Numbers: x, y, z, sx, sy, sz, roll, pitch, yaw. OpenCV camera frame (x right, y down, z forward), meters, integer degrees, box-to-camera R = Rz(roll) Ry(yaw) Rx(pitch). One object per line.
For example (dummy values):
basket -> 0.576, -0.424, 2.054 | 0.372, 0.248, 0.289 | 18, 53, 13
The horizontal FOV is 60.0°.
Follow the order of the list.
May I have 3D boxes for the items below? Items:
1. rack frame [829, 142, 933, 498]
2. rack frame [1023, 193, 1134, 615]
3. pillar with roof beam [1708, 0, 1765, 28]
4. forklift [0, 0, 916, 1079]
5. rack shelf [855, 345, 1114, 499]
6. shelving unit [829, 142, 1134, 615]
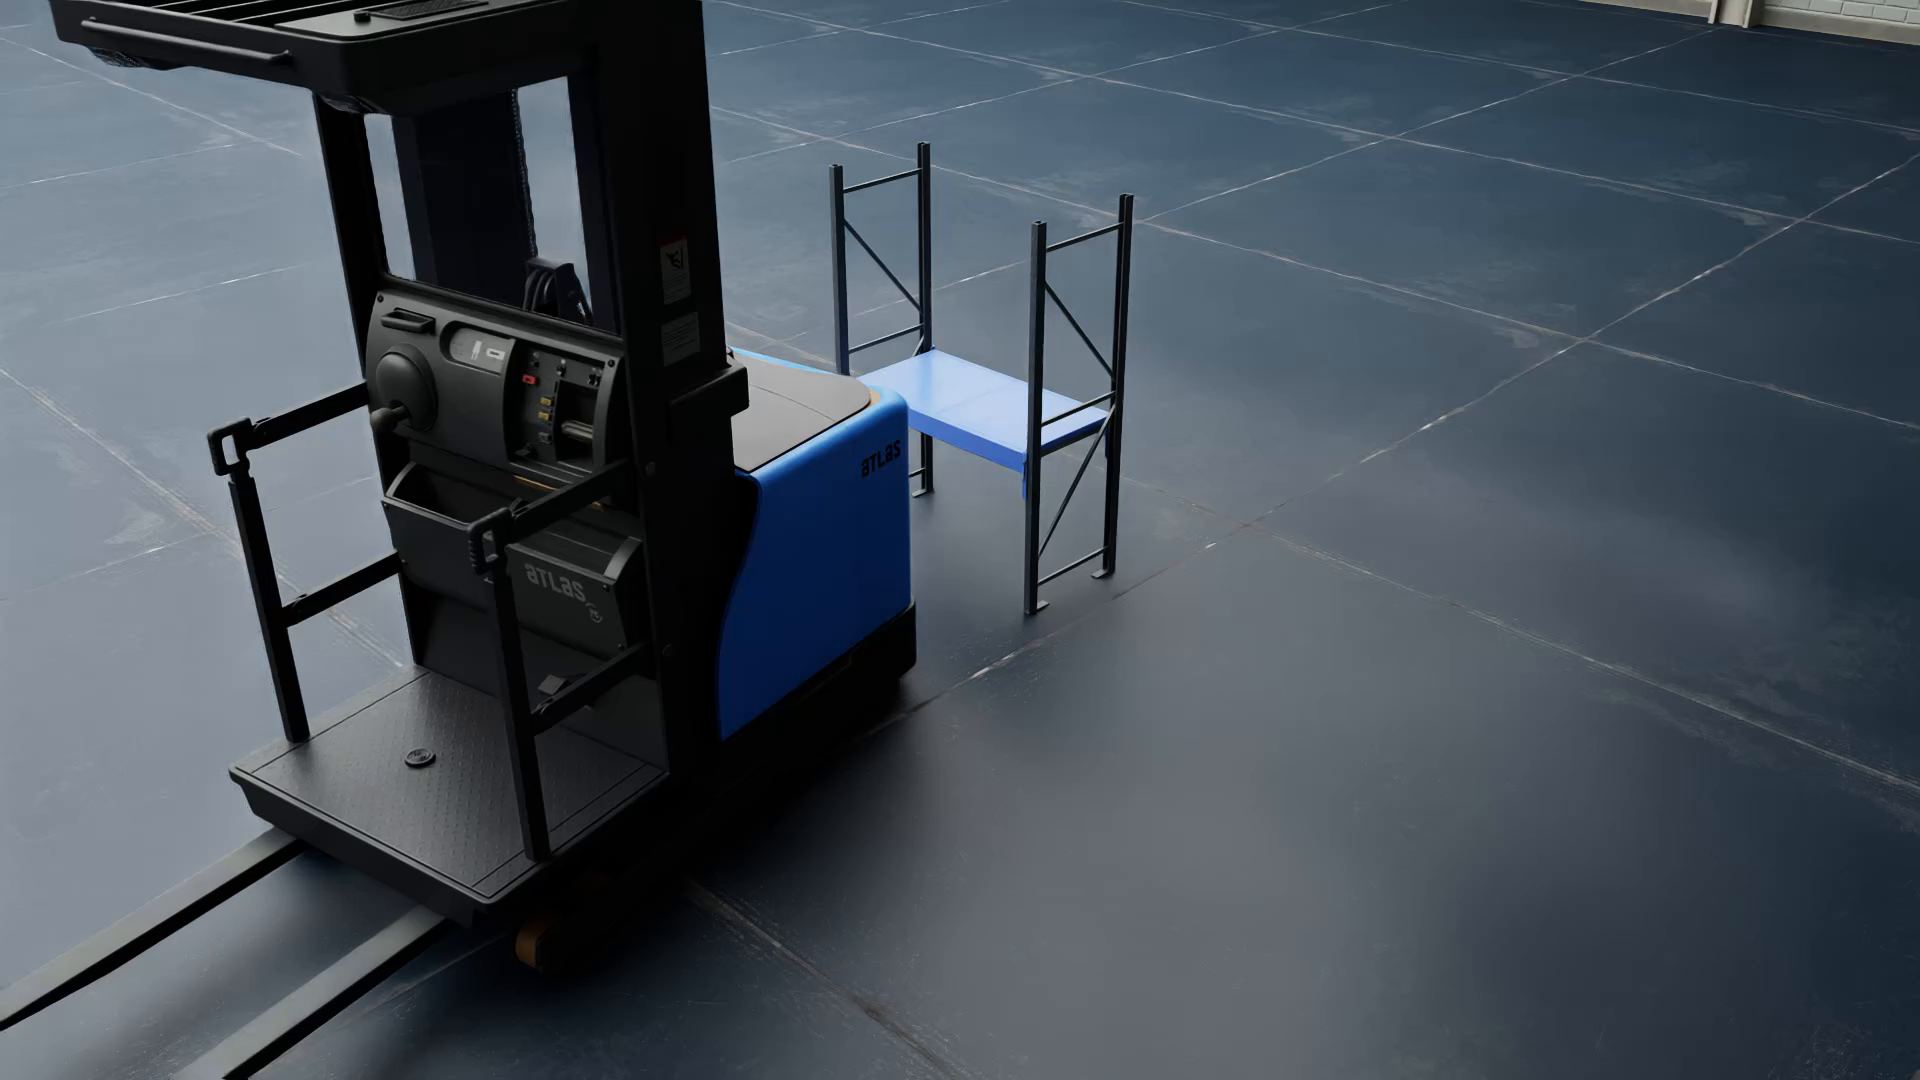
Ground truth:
rack frame -> -0.302, -0.802, 6.663 | 0.032, 1.500, 0.500 | 25, 36, 38
rack frame -> 0.423, -0.470, 6.033 | 0.032, 1.500, 0.500 | 25, 36, 38
pillar with roof beam -> 4.662, -7.682, 11.690 | 0.400, 9.000, 9.100 | 25, 36, 38
forklift -> -1.382, -0.376, 4.316 | 1.130, 2.935, 3.031 | 17, 32, 29
rack shelf -> 0.061, -0.477, 6.432 | 1.000, 0.185, 0.538 | 25, 36, 38
shelving unit -> 0.061, -0.636, 6.348 | 1.048, 1.500, 0.538 | 25, 36, 38
